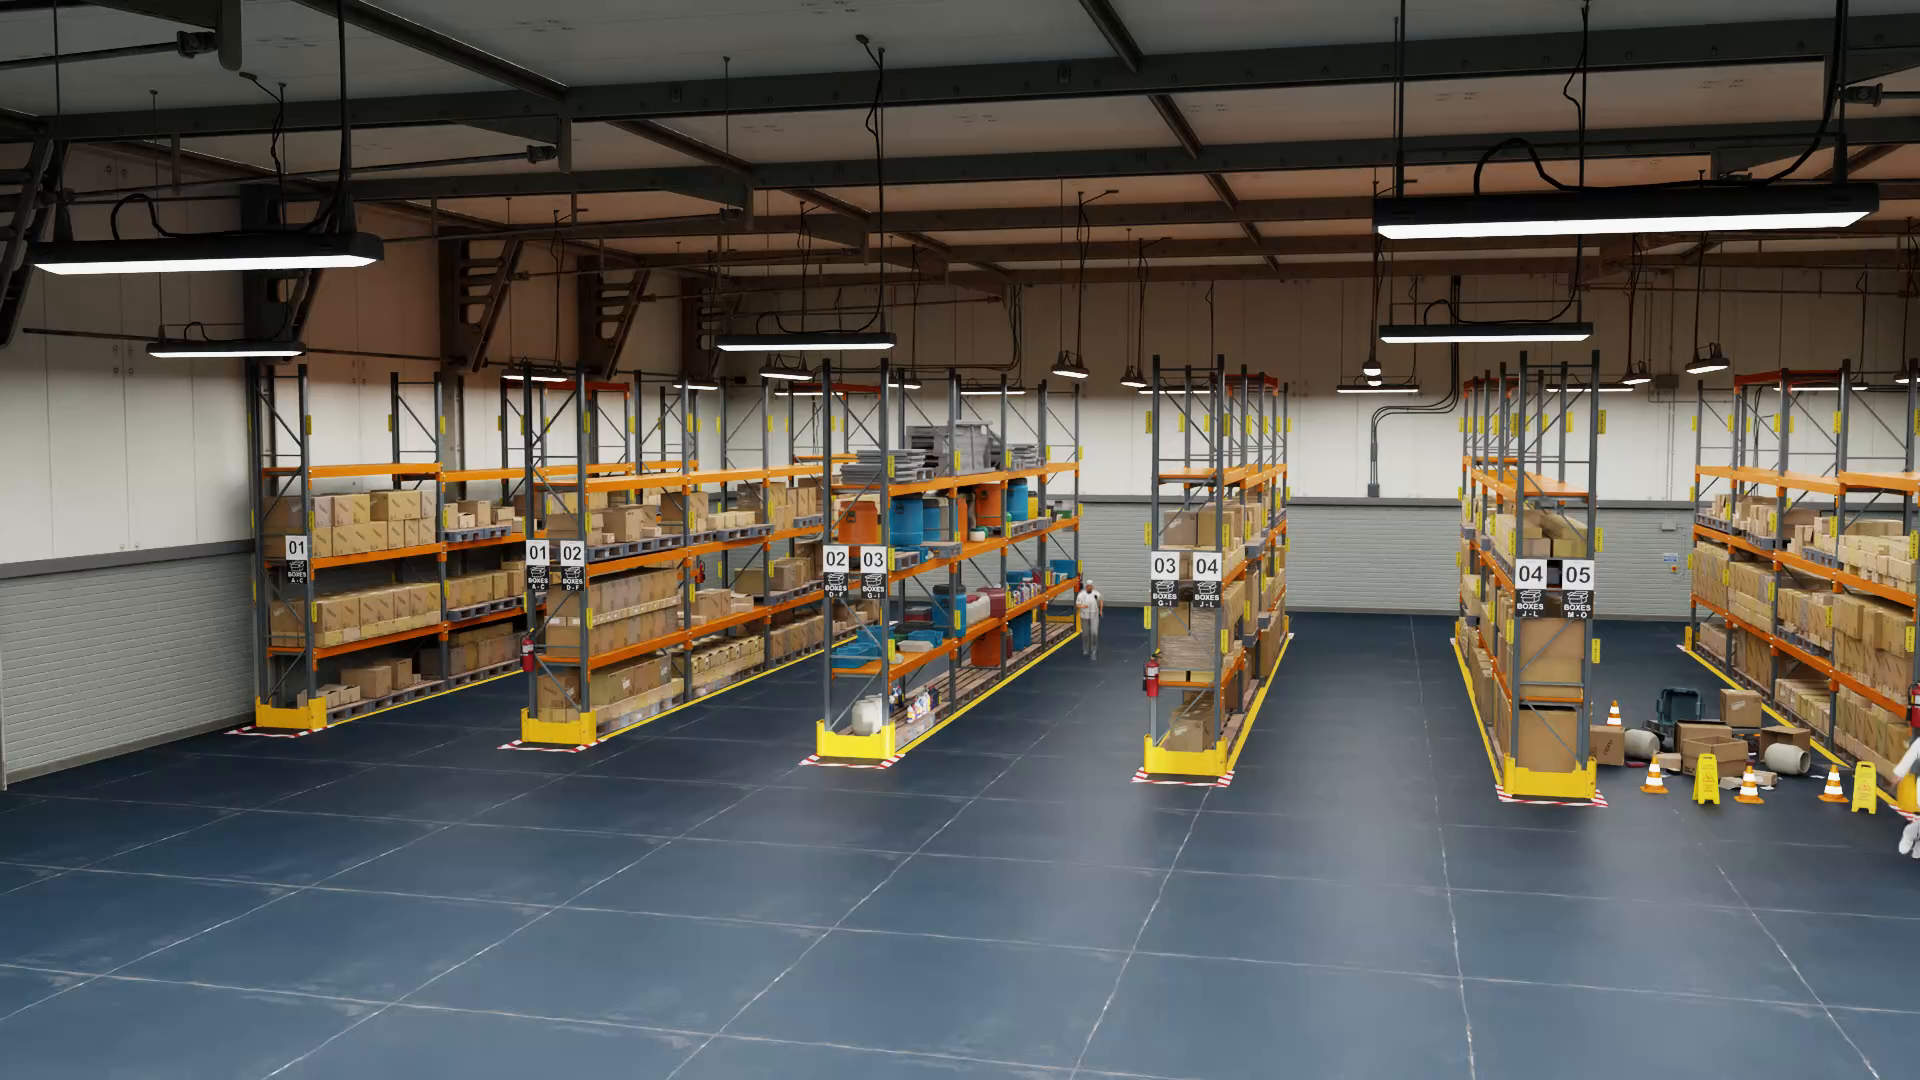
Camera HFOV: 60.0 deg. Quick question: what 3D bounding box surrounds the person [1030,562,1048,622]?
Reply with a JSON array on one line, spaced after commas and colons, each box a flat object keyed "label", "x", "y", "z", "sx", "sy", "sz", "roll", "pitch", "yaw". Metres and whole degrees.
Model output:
[{"label": "person", "x": 2.072, "y": 1.371, "z": 41.902, "sx": 0.498, "sy": 1.483, "sz": 0.622, "roll": 3, "pitch": 5, "yaw": 37}]

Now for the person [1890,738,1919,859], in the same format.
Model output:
[{"label": "person", "x": 11.117, "y": 2.832, "z": 18.872, "sx": 0.678, "sy": 1.734, "sz": 0.835, "roll": 0, "pitch": 4, "yaw": -3}]

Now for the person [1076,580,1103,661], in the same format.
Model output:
[{"label": "person", "x": 2.781, "y": 1.710, "z": 35.724, "sx": 0.582, "sy": 1.724, "sz": 0.841, "roll": 0, "pitch": 4, "yaw": 4}]
